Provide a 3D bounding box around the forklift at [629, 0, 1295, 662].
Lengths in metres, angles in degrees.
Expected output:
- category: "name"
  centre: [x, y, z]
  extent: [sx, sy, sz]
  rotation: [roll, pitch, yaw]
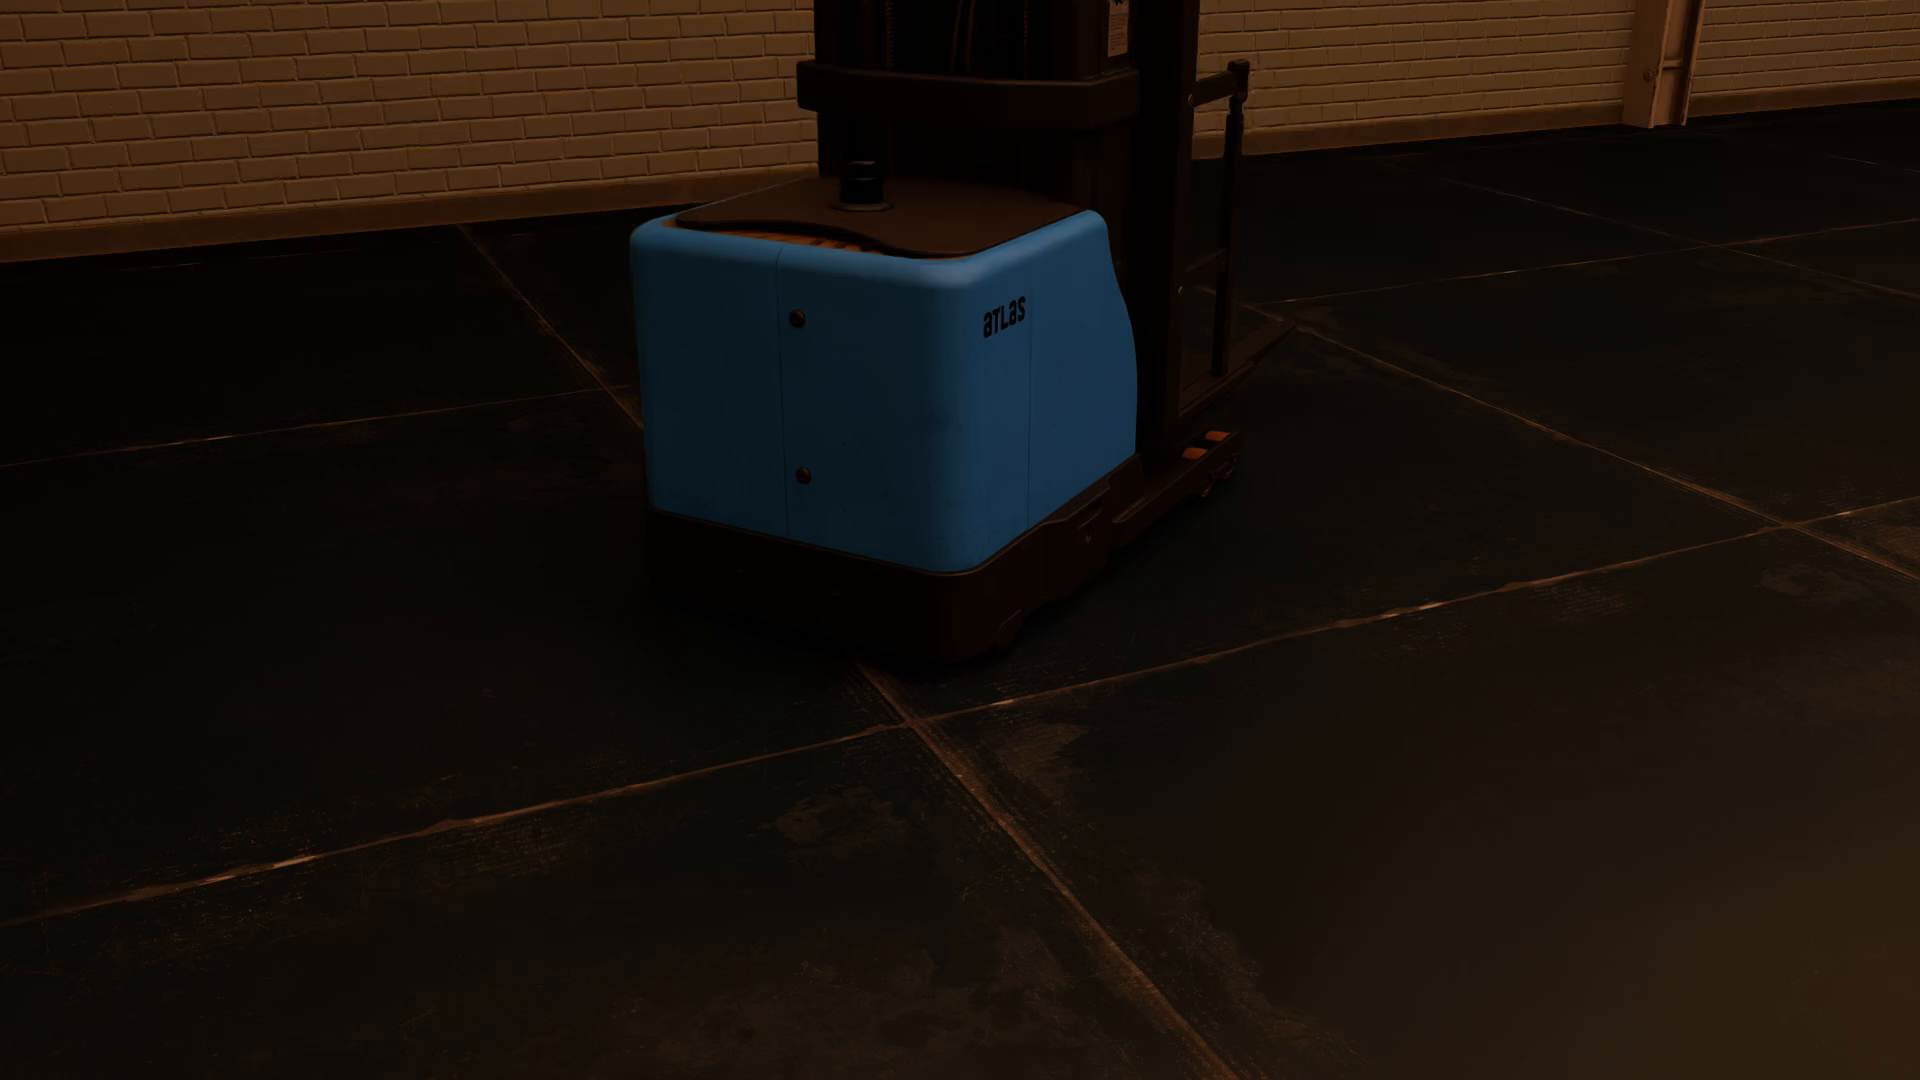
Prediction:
- category: "forklift"
  centre: [0.294, -1.569, 5.063]
  extent: [1.130, 2.935, 3.031]
  rotation: [12, 25, 27]
